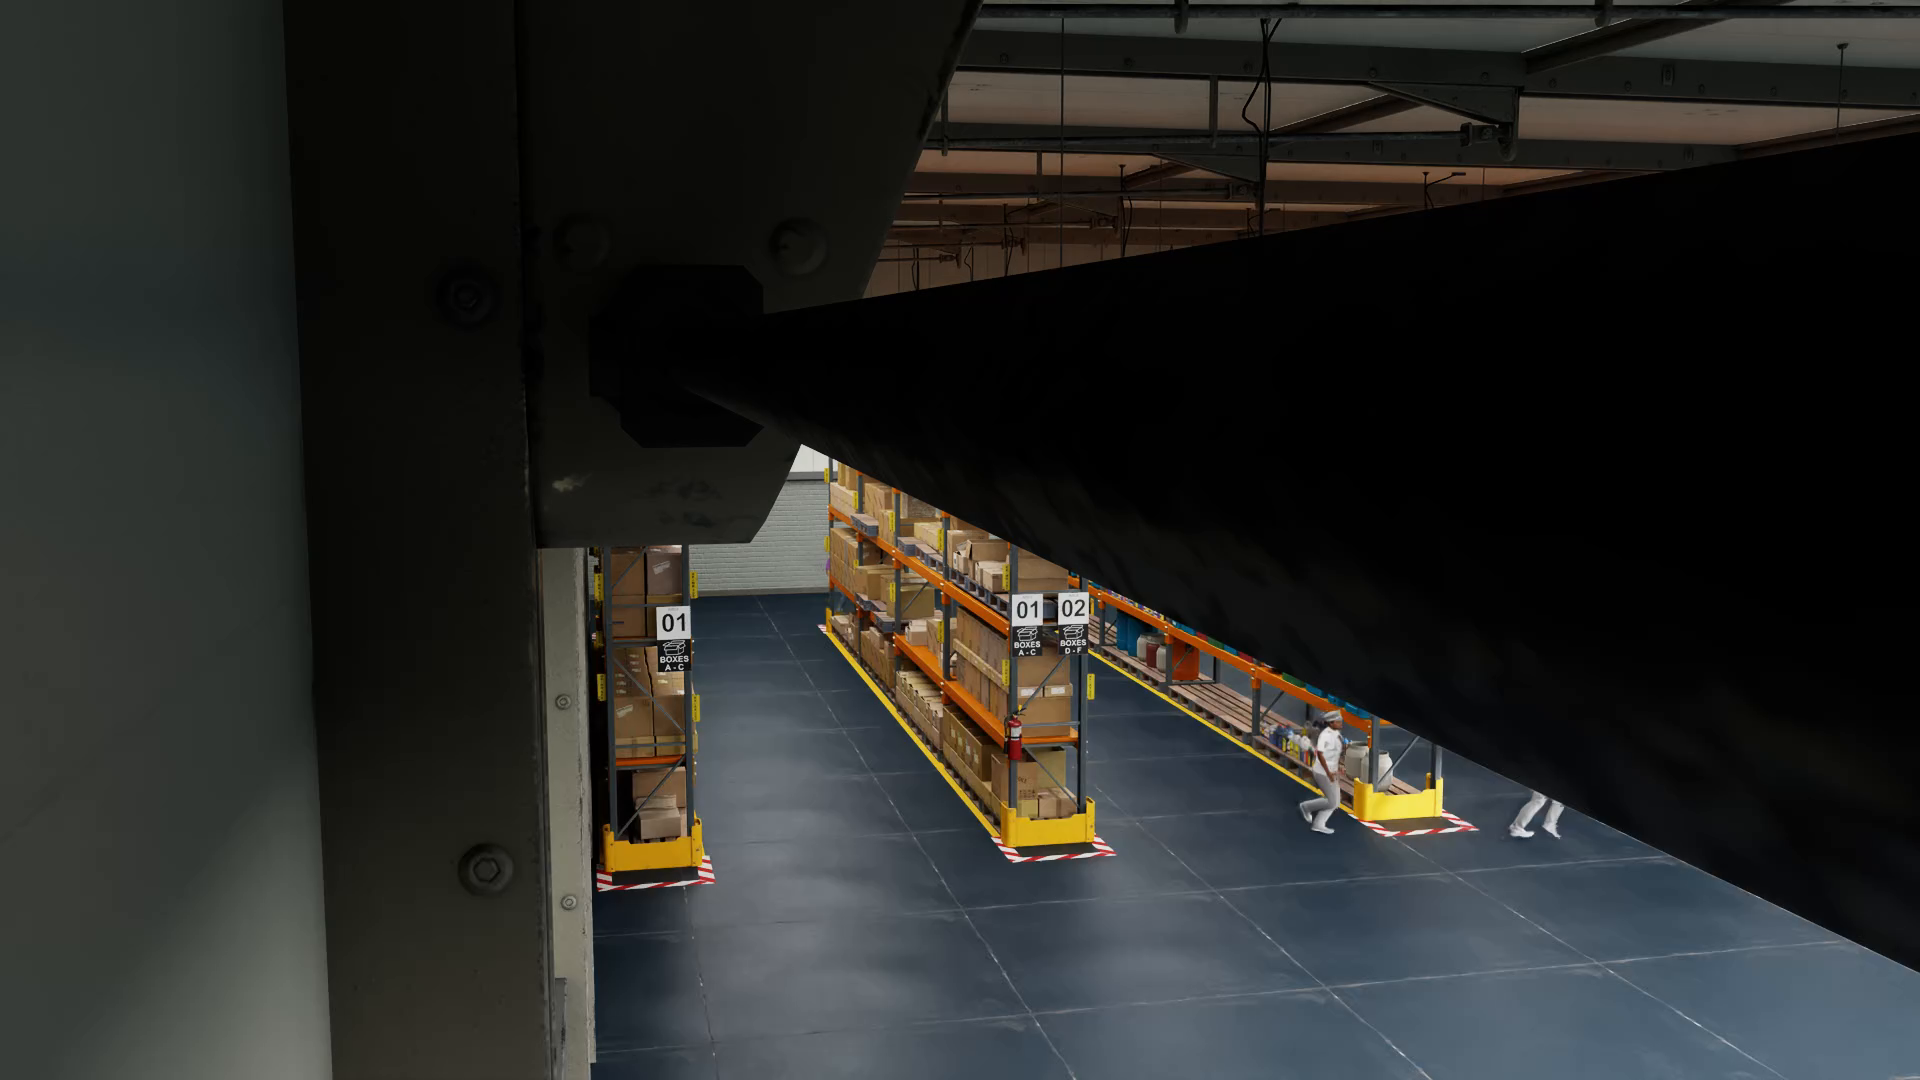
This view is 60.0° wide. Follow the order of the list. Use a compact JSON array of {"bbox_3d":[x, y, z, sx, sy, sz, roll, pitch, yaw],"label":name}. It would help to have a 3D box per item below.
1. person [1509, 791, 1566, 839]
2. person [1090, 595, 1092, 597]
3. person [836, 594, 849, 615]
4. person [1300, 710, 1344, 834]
[{"bbox_3d":[7.502,2.993,21.130,0.982,1.734,0.715,1,7,8],"label":"person"},{"bbox_3d":[3.569,0.736,40.506,1.070,1.594,0.656,2,7,20],"label":"person"},{"bbox_3d":[-2.447,0.931,38.078,0.865,1.823,0.685,4,8,30],"label":"person"},{"bbox_3d":[4.677,2.981,21.519,0.532,1.630,0.572,3,8,27],"label":"person"}]
